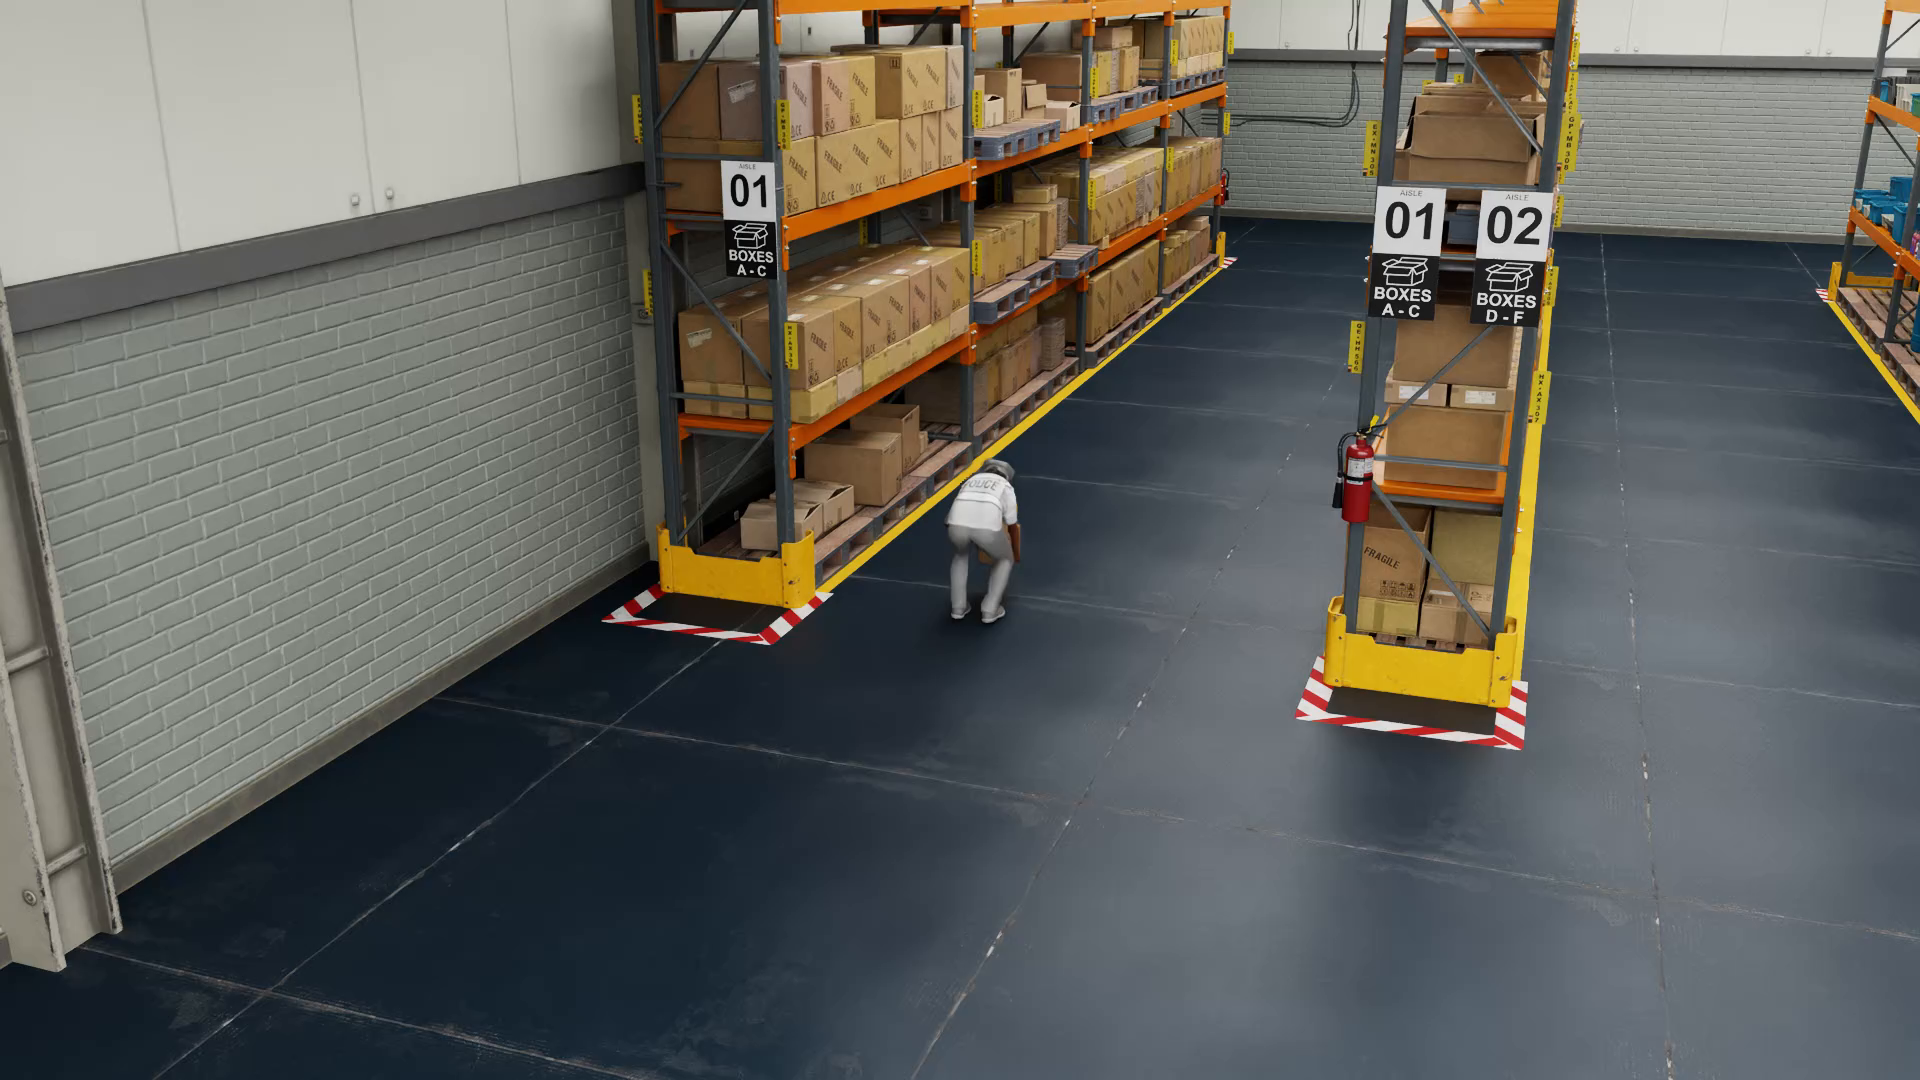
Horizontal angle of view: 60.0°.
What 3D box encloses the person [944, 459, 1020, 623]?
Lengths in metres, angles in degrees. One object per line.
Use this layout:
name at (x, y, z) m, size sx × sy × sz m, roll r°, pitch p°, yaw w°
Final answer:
person at (0.181, 0.000, 12.034) m, size 0.461 × 1.041 × 0.934 m, roll 6°, pitch 20°, yaw 16°
